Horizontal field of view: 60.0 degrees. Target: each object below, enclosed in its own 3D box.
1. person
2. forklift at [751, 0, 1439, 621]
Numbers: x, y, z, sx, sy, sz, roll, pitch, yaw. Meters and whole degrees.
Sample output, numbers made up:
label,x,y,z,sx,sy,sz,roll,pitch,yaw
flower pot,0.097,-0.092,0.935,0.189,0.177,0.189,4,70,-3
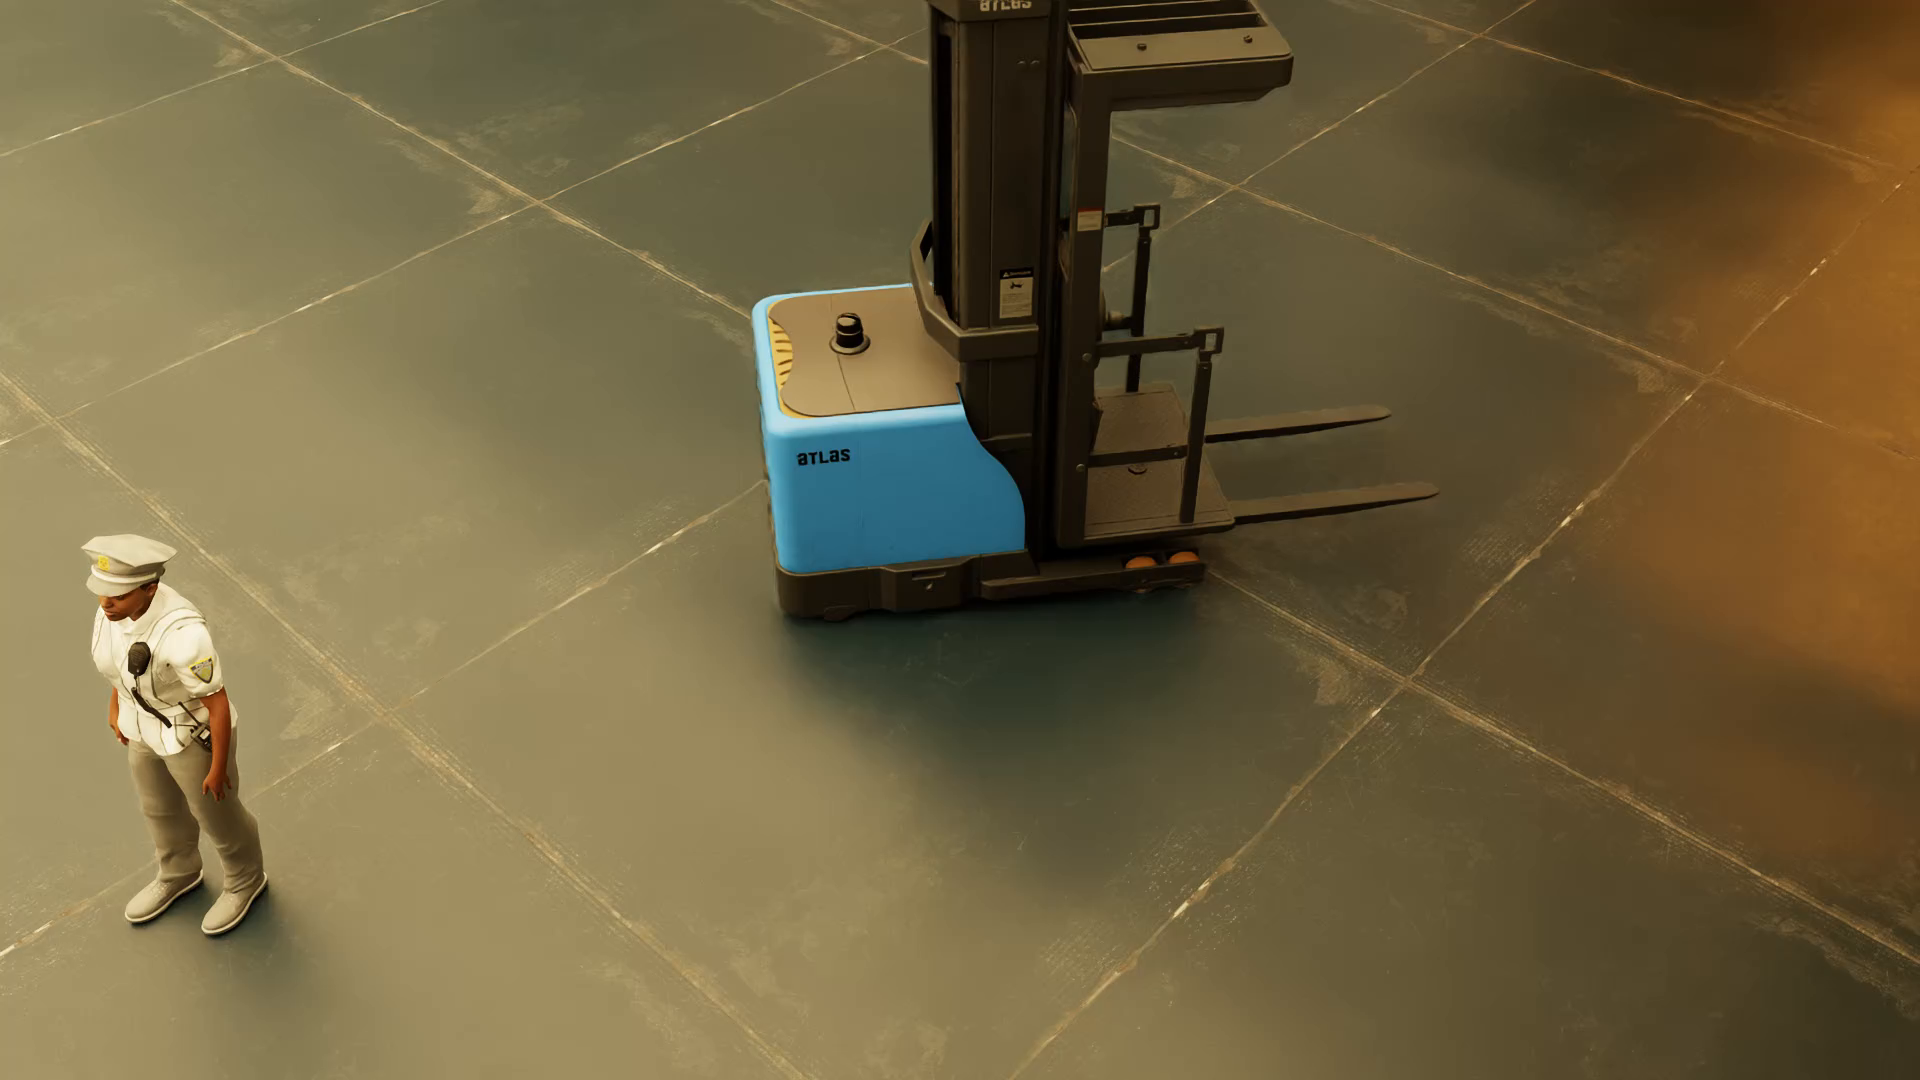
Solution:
label,x,y,z,sx,sy,sz,roll,pitch,yaw
person,-2.686,0.680,5.574,0.569,1.694,0.529,22,45,23
forklift,0.640,-1.212,6.841,3.031,2.935,1.130,-6,41,-7
